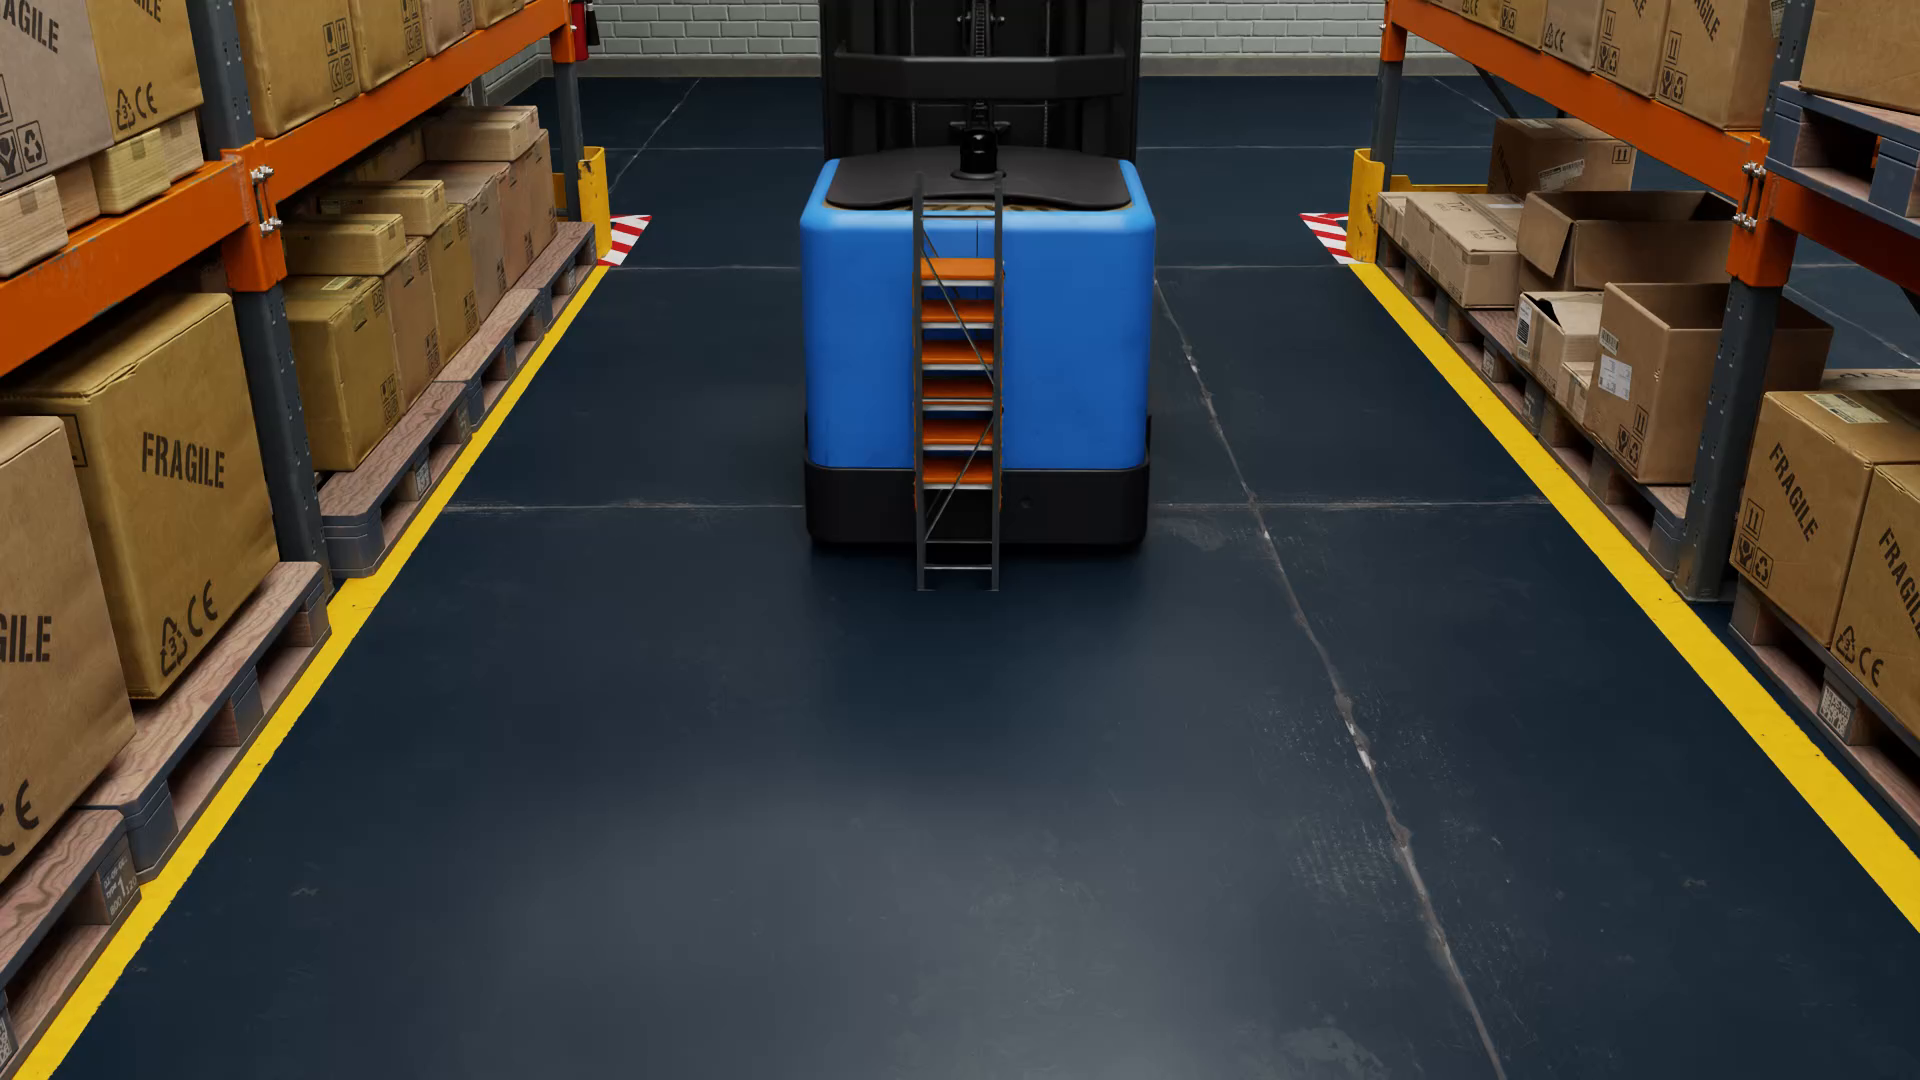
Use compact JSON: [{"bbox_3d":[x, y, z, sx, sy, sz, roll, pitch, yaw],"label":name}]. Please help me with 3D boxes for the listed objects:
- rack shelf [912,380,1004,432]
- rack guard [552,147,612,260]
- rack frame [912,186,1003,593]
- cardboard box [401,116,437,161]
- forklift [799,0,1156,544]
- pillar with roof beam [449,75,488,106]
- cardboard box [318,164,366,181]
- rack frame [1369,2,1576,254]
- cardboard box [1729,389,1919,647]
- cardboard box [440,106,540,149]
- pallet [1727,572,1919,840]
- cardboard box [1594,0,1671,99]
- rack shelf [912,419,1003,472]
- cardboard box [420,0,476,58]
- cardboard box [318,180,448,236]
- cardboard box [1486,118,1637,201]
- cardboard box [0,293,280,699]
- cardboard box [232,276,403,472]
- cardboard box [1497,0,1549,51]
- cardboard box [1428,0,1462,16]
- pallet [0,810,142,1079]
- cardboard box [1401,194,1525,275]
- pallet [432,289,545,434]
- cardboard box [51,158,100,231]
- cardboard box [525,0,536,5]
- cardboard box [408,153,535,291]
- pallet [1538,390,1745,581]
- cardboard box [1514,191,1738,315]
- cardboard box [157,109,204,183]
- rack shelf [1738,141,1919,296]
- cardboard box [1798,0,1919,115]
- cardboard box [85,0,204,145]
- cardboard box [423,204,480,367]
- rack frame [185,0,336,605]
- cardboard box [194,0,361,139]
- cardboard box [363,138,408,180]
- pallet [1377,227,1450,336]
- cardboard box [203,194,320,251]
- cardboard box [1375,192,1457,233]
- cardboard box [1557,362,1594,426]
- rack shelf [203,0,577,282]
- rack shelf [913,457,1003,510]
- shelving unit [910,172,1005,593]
[{"bbox_3d":[-0.005,-0.389,4.761,0.258,0.103,0.180,0,24,1],"label":"rack shelf"},{"bbox_3d":[-2.384,-1.701,8.405,1.175,0.500,0.348,0,24,-1],"label":"rack guard"},{"bbox_3d":[-0.006,-0.391,4.660,0.240,1.200,0.006,0,24,1],"label":"rack frame"},{"bbox_3d":[-2.471,-1.732,7.176,0.380,0.149,0.250,0,24,0],"label":"cardboard box"},{"bbox_3d":[0.073,-1.883,5.856,1.130,2.935,3.031,0,24,1],"label":"forklift"},{"bbox_3d":[1.026,-6.692,9.125,9.100,9.000,0.400,0,24,-1],"label":"pillar with roof beam"},{"bbox_3d":[-2.460,-1.314,6.252,0.380,0.149,0.250,-1,24,-2],"label":"cardboard box"},{"bbox_3d":[2.569,-2.854,7.920,1.000,3.000,0.127,0,24,-1],"label":"rack frame"},{"bbox_3d":[2.374,-0.067,4.257,0.500,0.500,0.500,-1,24,-3],"label":"cardboard box"},{"bbox_3d":[-2.093,-1.838,7.411,0.380,0.149,0.250,-1,24,-1],"label":"cardboard box"},{"bbox_3d":[2.660,0.400,4.110,1.003,0.211,1.213,0,24,-1],"label":"pallet"},{"bbox_3d":[2.344,-1.669,5.178,0.500,0.500,0.500,0,24,1],"label":"cardboard box"},{"bbox_3d":[-0.005,-0.279,4.811,0.258,0.103,0.180,0,24,1],"label":"rack shelf"},{"bbox_3d":[-2.350,-2.143,5.984,0.980,0.700,0.700,-1,24,-3],"label":"cardboard box"},{"bbox_3d":[-2.073,-1.196,5.990,0.380,0.149,0.250,-1,24,-2],"label":"cardboard box"},{"bbox_3d":[2.821,-1.693,7.852,0.500,0.500,0.500,0,24,-1],"label":"cardboard box"},{"bbox_3d":[-2.203,-0.127,3.989,0.750,0.750,0.750,0,24,0],"label":"cardboard box"},{"bbox_3d":[-2.246,-0.543,5.334,0.700,0.500,0.500,0,24,0],"label":"cardboard box"},{"bbox_3d":[2.328,-2.090,6.110,0.500,0.500,0.500,0,24,0],"label":"cardboard box"},{"bbox_3d":[2.321,-2.503,7.023,0.500,0.500,0.500,0,24,-1],"label":"cardboard box"},{"bbox_3d":[-2.241,0.910,2.981,1.003,0.211,1.213,0,24,-1],"label":"pallet"},{"bbox_3d":[2.297,-1.370,7.442,0.500,0.250,0.500,0,24,-1],"label":"cardboard box"},{"bbox_3d":[-2.287,-0.729,6.606,1.003,0.211,1.213,0,24,-1],"label":"pallet"},{"bbox_3d":[-2.070,-0.728,3.500,0.380,0.149,0.250,0,24,1],"label":"cardboard box"},{"bbox_3d":[-2.369,-2.757,7.341,0.980,0.700,0.700,1,24,2],"label":"cardboard box"},{"bbox_3d":[-2.271,-1.388,7.204,0.700,0.500,0.500,0,24,-1],"label":"cardboard box"},{"bbox_3d":[2.606,-0.218,5.476,1.003,0.211,1.213,0,24,-1],"label":"pallet"},{"bbox_3d":[2.587,-1.043,6.411,0.797,0.503,0.637,0,24,-1],"label":"cardboard box"},{"bbox_3d":[-2.054,-0.939,3.966,0.380,0.149,0.250,0,24,0],"label":"cardboard box"},{"bbox_3d":[2.635,-0.054,2.602,1.077,0.370,4.000,0,24,-1],"label":"rack shelf"},{"bbox_3d":[2.394,-1.246,3.735,0.700,0.500,0.500,-9,26,-18],"label":"cardboard box"},{"bbox_3d":[-2.083,-1.183,3.719,0.500,0.500,0.500,-1,24,-1],"label":"cardboard box"},{"bbox_3d":[-2.252,-0.961,6.260,0.700,0.500,0.500,0,24,1],"label":"cardboard box"},{"bbox_3d":[-2.341,-1.182,4.223,1.000,3.000,0.127,0,24,-1],"label":"rack frame"},{"bbox_3d":[-2.330,-1.542,4.656,0.980,0.700,0.700,0,24,0],"label":"cardboard box"},{"bbox_3d":[-2.466,-1.524,6.716,0.380,0.149,0.250,0,24,0],"label":"cardboard box"},{"bbox_3d":[2.580,-1.223,7.699,1.003,0.211,1.213,0,24,-1],"label":"pallet"},{"bbox_3d":[-2.454,-1.104,5.787,0.380,0.149,0.250,-1,24,-2],"label":"cardboard box"},{"bbox_3d":[2.230,-1.581,8.032,0.380,0.149,0.250,0,24,-1],"label":"cardboard box"},{"bbox_3d":[2.259,-0.495,5.630,0.380,0.149,0.250,0,24,-1],"label":"cardboard box"},{"bbox_3d":[-2.362,-1.678,6.194,1.077,0.370,4.000,0,24,-1],"label":"rack shelf"},{"bbox_3d":[-0.005,-0.170,4.860,0.258,0.103,0.180,0,24,1],"label":"rack shelf"},{"bbox_3d":[-0.005,-0.429,4.743,0.258,1.200,0.189,0,24,1],"label":"shelving unit"}]
